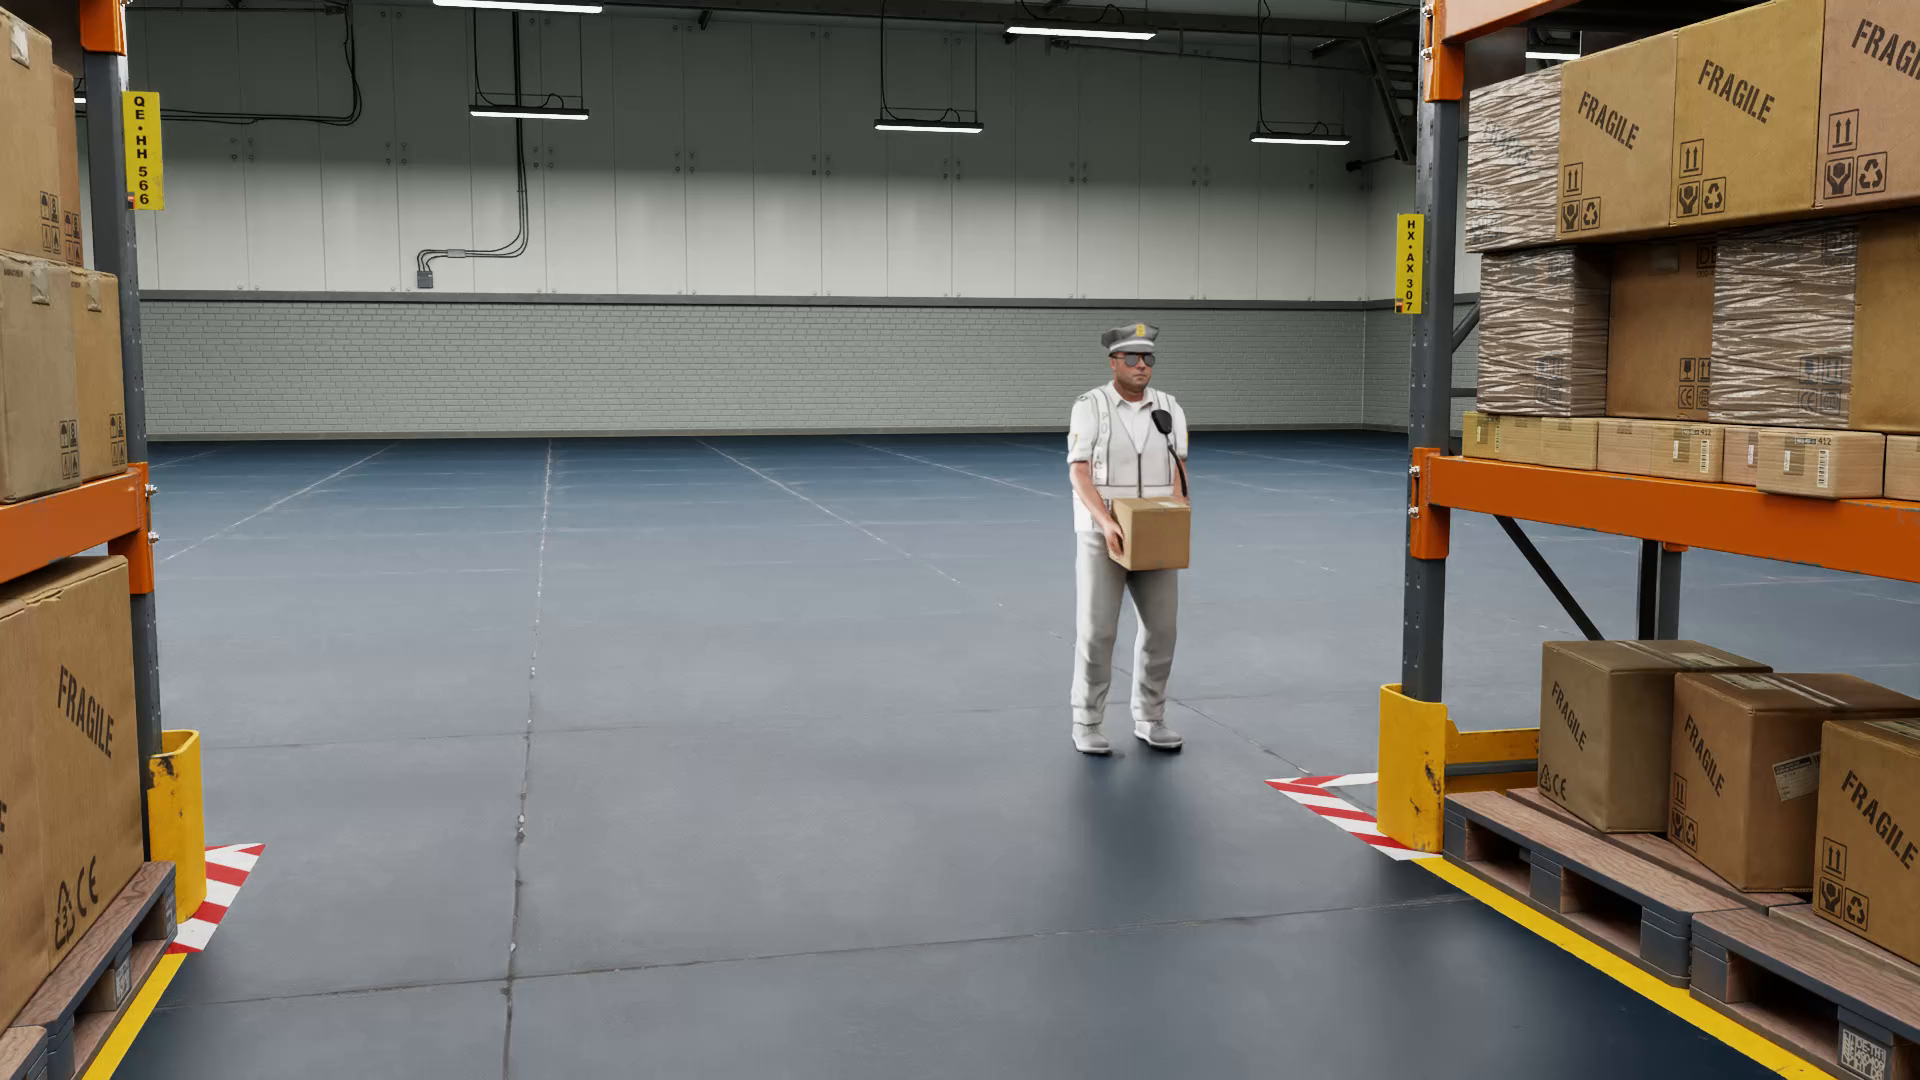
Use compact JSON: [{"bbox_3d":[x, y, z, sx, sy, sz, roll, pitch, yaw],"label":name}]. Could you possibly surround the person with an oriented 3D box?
[{"bbox_3d":[0.720,-0.014,6.922,0.527,1.773,0.525,-2,6,-14],"label":"person"}]
